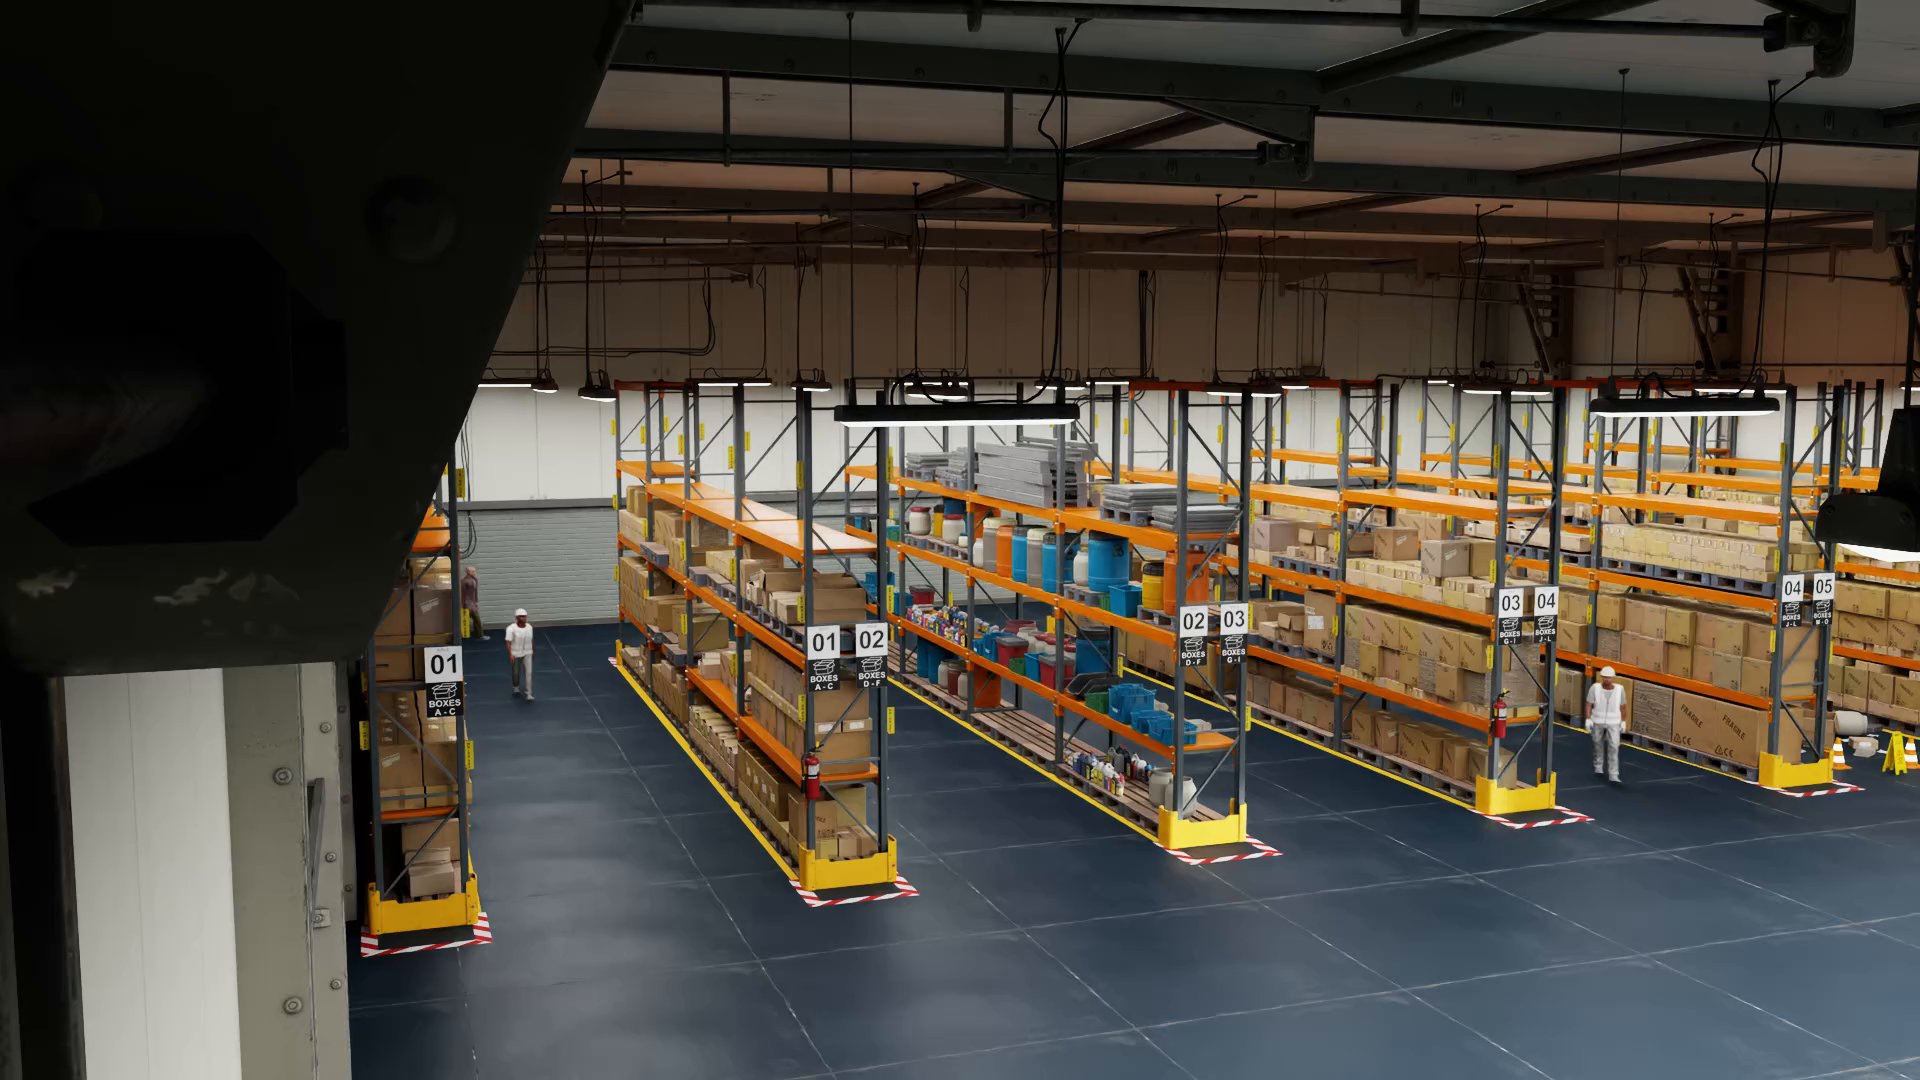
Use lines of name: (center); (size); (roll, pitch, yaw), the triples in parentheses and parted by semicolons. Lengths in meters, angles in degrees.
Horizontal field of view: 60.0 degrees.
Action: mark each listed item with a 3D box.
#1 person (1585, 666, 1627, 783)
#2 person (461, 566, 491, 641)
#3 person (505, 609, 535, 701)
person: (9.810, 2.779, 25.264); (0.586, 1.718, 1.061); (3, 7, 23)
person: (-11.291, 1.445, 38.108); (1.166, 1.725, 0.574); (1, 6, 5)
person: (-8.304, 2.156, 31.401); (0.552, 1.715, 1.093); (-2, 7, -22)
